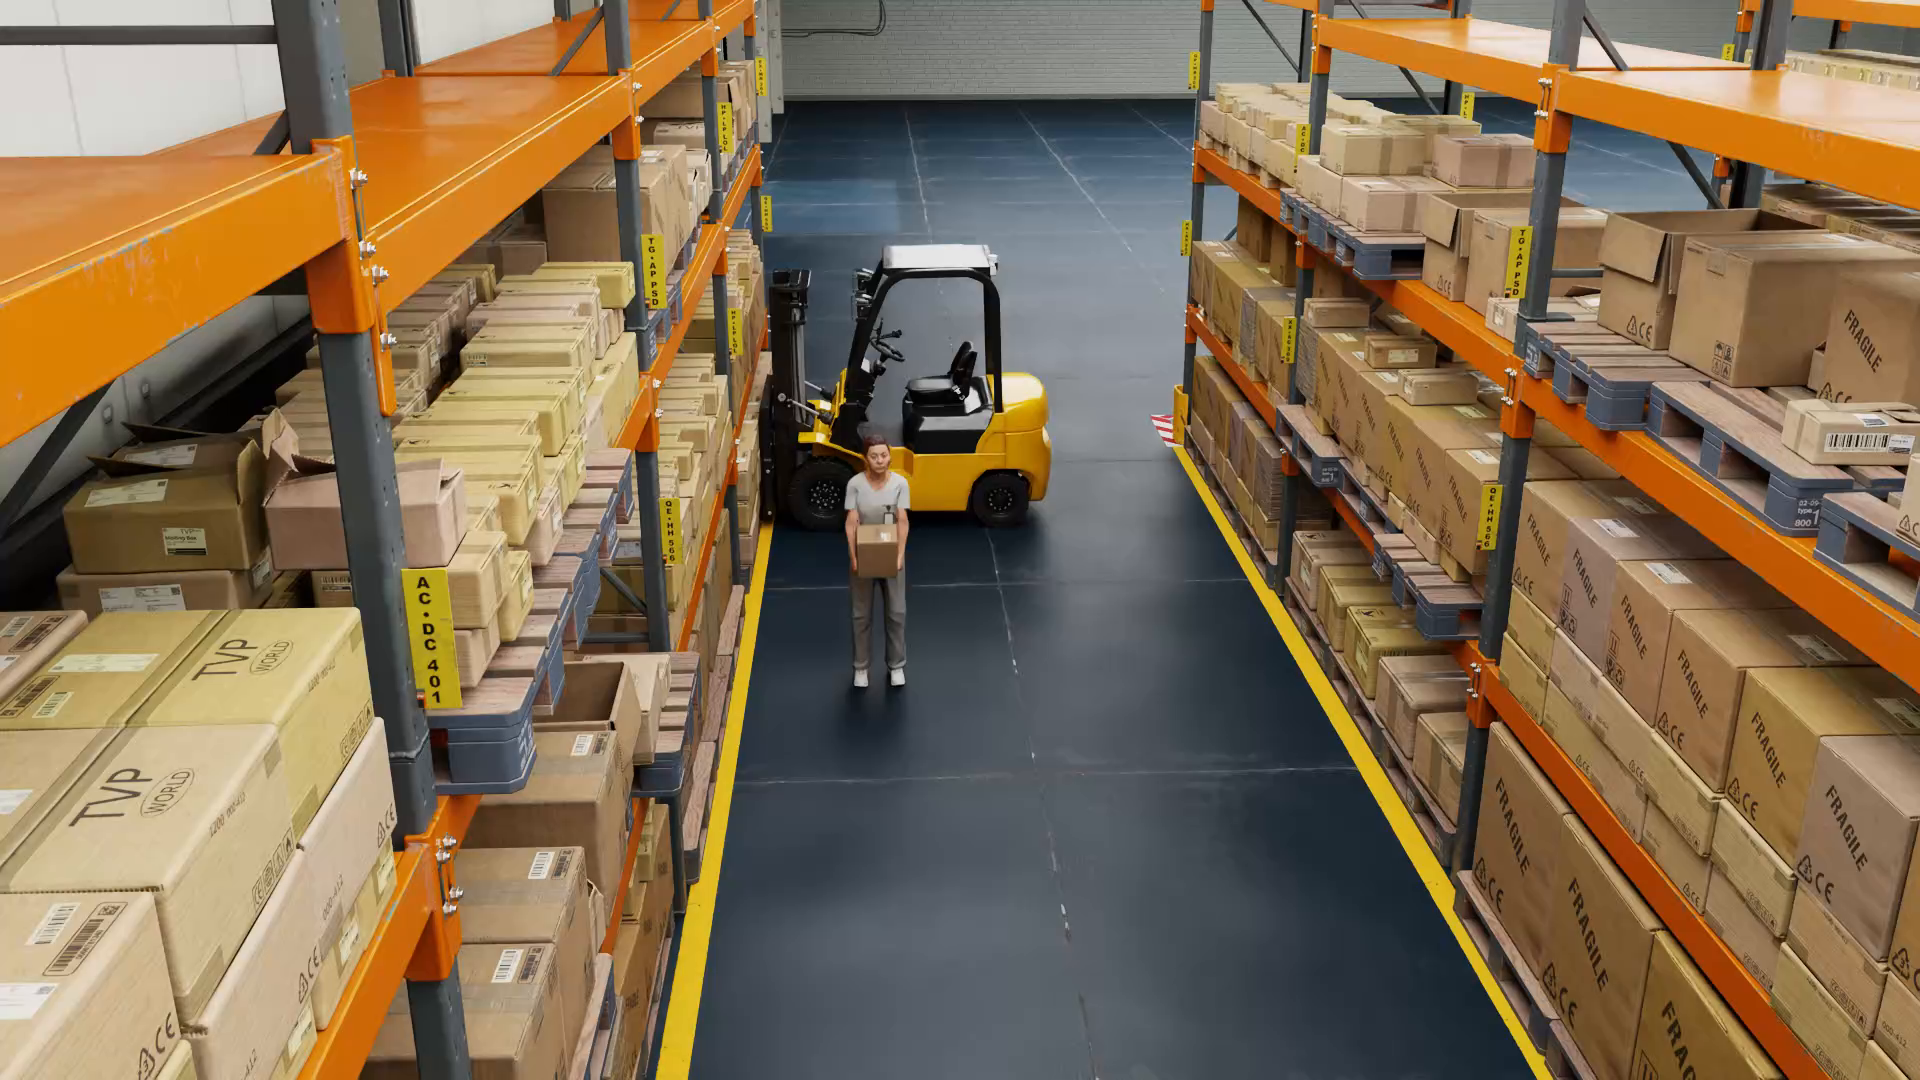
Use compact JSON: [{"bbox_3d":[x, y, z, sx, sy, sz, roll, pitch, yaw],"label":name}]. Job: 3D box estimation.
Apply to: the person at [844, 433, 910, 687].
[{"bbox_3d":[-0.526,0.157,10.677,0.424,1.668,0.542,-1,21,-3],"label":"person"}]
